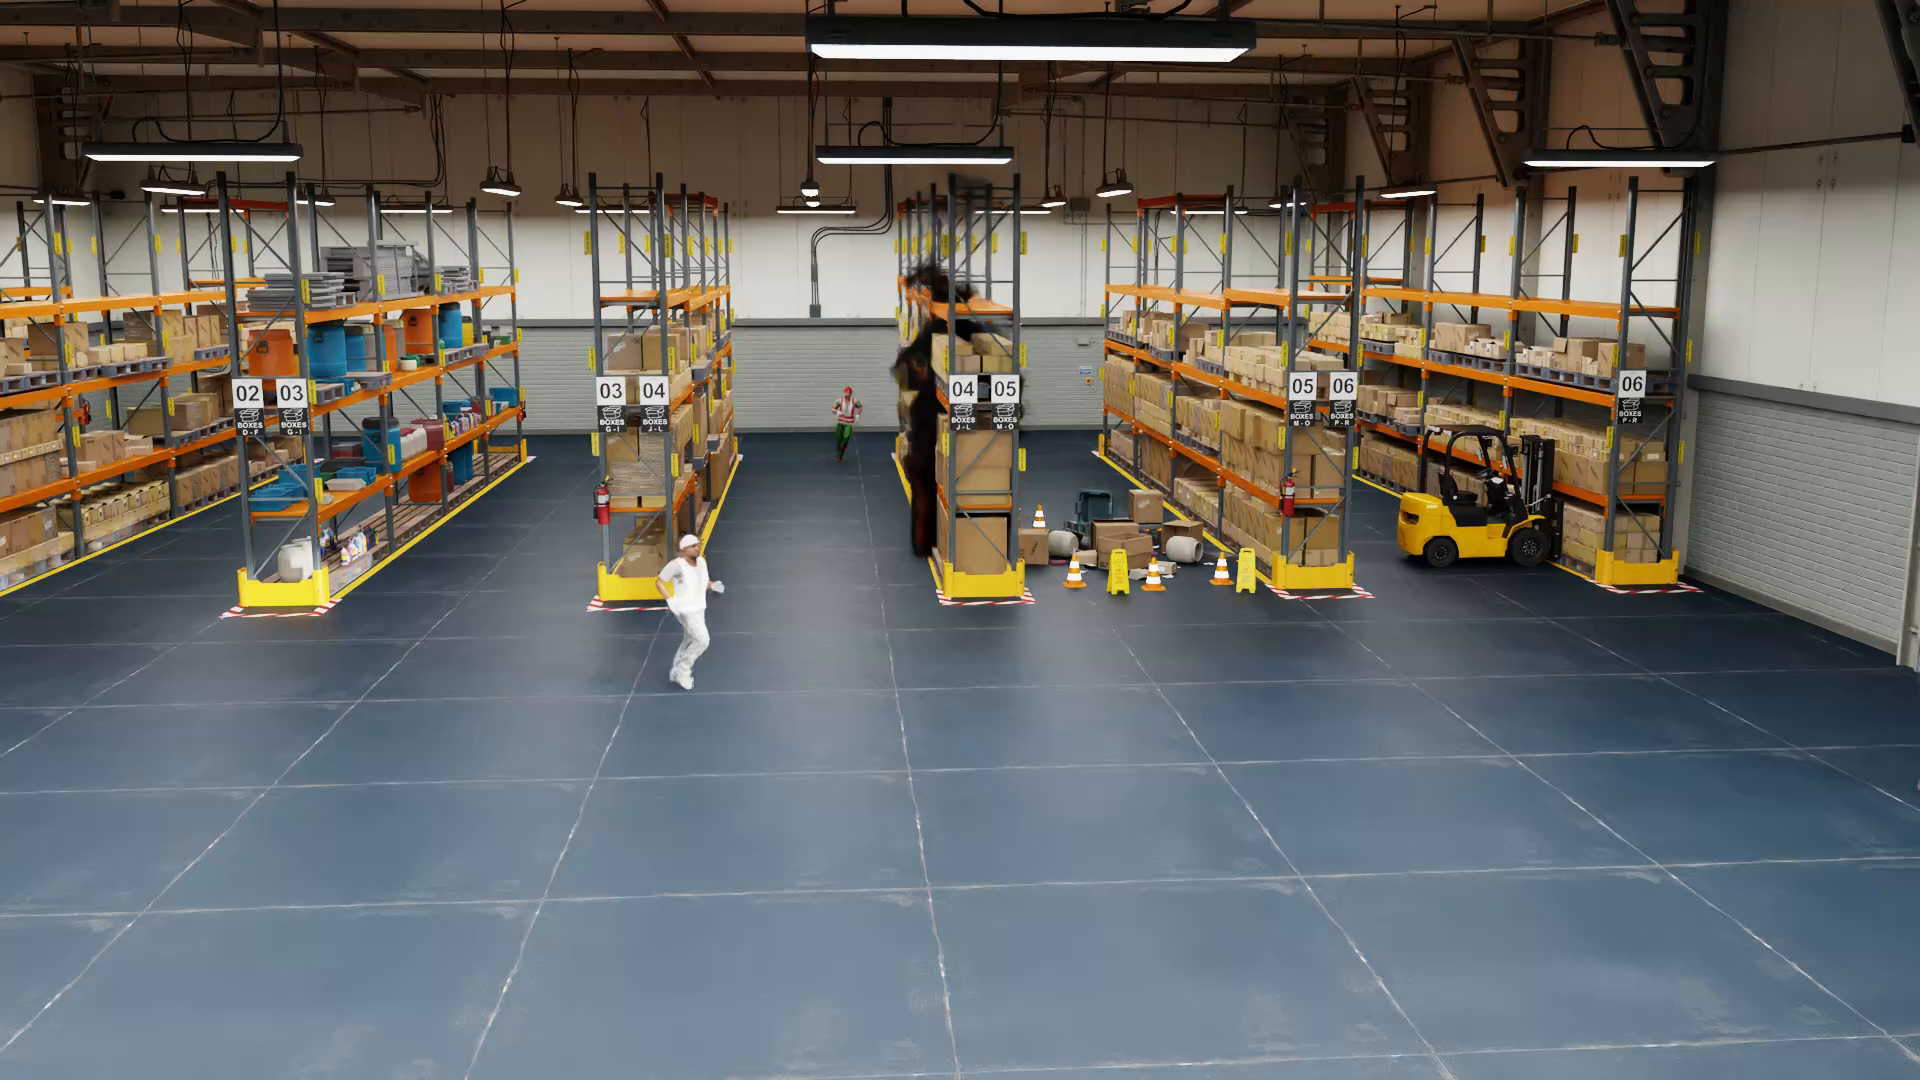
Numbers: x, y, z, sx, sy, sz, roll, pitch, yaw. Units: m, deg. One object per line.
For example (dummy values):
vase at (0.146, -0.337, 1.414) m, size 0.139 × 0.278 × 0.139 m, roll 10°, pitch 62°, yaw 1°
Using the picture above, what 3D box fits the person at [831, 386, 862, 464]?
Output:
person at (-2.664, -2.712, 38.992) m, size 0.696 × 1.791 × 0.755 m, roll 1°, pitch 10°, yaw 3°

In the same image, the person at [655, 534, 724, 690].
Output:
person at (-3.040, 0.819, 19.018) m, size 0.683 × 1.784 × 0.651 m, roll 5°, pitch 11°, yaw 25°
